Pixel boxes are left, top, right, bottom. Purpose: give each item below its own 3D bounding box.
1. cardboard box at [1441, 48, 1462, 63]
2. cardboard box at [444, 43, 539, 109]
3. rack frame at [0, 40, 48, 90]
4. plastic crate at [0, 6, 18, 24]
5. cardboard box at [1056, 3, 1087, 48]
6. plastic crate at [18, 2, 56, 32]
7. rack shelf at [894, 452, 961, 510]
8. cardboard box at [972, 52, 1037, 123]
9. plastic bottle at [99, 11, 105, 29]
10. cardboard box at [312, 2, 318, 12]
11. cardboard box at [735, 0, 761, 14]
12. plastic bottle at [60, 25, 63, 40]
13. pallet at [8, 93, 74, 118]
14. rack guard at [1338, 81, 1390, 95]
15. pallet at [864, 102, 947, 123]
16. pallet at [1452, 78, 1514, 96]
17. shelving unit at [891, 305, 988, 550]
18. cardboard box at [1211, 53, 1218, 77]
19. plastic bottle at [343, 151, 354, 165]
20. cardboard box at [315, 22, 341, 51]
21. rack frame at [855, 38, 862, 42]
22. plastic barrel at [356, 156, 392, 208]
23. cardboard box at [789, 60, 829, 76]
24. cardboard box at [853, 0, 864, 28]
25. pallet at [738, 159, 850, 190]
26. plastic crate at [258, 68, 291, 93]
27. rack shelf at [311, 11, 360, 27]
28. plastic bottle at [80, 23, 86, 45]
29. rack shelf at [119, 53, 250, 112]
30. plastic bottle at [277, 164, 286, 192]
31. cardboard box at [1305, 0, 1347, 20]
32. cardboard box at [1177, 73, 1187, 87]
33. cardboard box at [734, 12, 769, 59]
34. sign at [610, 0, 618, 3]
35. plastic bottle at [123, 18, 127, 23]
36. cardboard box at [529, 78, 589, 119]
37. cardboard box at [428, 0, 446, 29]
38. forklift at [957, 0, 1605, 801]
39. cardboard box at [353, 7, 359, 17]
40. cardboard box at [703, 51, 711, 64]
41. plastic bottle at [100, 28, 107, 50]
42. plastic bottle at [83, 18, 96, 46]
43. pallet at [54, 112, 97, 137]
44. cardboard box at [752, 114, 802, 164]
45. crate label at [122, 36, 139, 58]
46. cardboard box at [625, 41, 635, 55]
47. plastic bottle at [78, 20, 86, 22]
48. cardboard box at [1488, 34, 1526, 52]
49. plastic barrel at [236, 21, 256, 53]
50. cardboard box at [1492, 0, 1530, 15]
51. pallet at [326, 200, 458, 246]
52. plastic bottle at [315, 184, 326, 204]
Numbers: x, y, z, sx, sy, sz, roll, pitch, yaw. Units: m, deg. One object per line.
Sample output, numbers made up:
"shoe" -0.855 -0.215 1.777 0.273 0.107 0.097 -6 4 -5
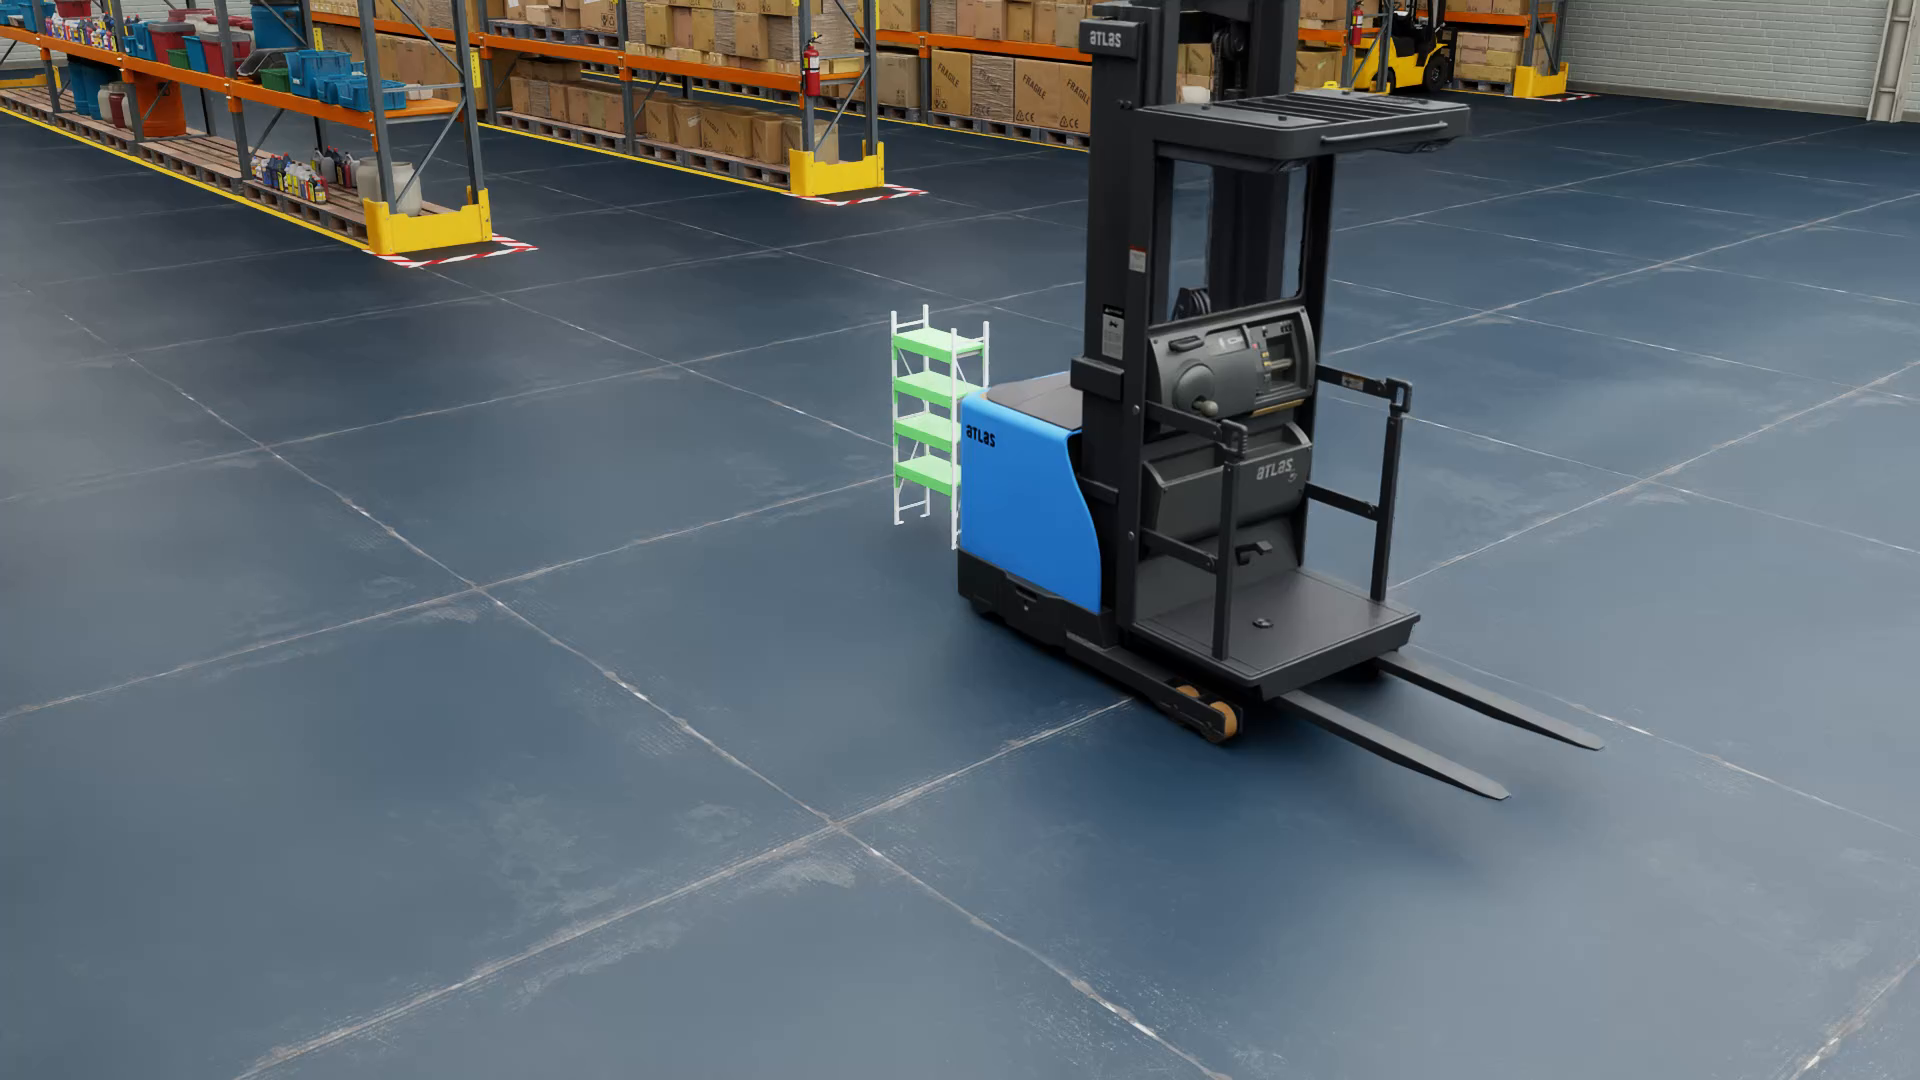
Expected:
"cardboard box" 8.661 -8.509 29.105 0.500 0.250 0.500 -18 28 -39
"cardboard box" -7.035 -7.093 25.317 1.225 0.875 0.875 -19 28 -40
"rack frame" -15.574 -8.722 27.140 1.000 3.000 0.127 -17 27 -37
"plastic crate" -14.803 -8.162 25.856 0.416 0.233 0.300 -17 27 -37
"cardboard box" 1.794 -6.942 22.389 0.875 0.550 0.550 -17 27 -37
"plastic crate" -13.526 -7.685 24.432 0.392 0.384 0.575 -17 27 -37
"rack shelf" -0.108 -0.321 8.993 0.258 0.148 0.480 -17 27 -37
"cardboard box" 0.783 -6.506 23.820 0.875 0.875 0.875 -17 27 -37
"plastic bottle" -12.224 -7.384 23.790 0.144 0.351 0.185 -17 27 -37
"cardboard box" -10.999 -9.253 28.839 0.380 0.149 0.250 -18 28 -38
"cardboard box" -2.255 -6.361 19.196 0.500 0.500 0.500 -17 27 -37
"plastic bottle" -12.592 -7.139 23.371 0.097 0.201 0.097 0 21 0
"pallet" -14.273 -6.850 26.183 1.003 0.211 1.213 -17 27 -37
"rack guard" 6.080 -6.697 25.396 1.175 0.500 0.348 -17 27 -37
"pallet" -0.726 -6.635 25.636 1.003 0.211 1.213 -17 27 -37
"pallet" 9.357 -7.925 28.929 1.003 0.211 1.213 -17 27 -37
"shelving unit" -0.108 -0.604 8.882 0.258 1.200 0.503 -17 27 -37
"cardboard box" 4.395 -7.693 26.679 0.500 0.500 0.500 -16 26 -35
"plastic bottle" -6.766 -4.126 18.435 0.144 0.351 0.185 -18 27 -38
"cardboard box" -10.750 -8.698 29.416 0.875 0.875 0.875 -17 27 -37
"rack frame" -1.703 -11.155 33.352 1.000 3.000 0.127 -17 27 -37
"plastic barrel" -5.945 -3.641 17.002 0.421 0.512 0.421 0 21 0
"cardboard box" -1.720 -5.393 18.985 0.380 0.149 0.250 -17 27 -37
"cardboard box" -1.368 -8.145 25.529 0.500 0.500 0.500 -17 27 -37
"pallet" -1.931 -4.436 20.020 1.003 0.211 1.213 -17 27 -37
"plastic crate" -7.069 -4.866 17.584 0.450 0.188 0.662 -17 27 -37
"rack shelf" -10.516 -9.014 28.870 1.077 0.370 4.000 -17 27 -37
"plastic bottle" -11.893 -6.871 22.575 0.061 0.283 0.133 -17 27 -37
"rack shelf" -9.047 -5.624 20.217 1.077 0.370 4.000 -17 27 -37
"plastic bottle" -7.329 -3.917 17.993 0.061 0.283 0.133 -16 26 -35
"cardboard box" 5.567 -8.109 25.030 0.500 0.500 0.500 -18 28 -38
"cardboard box" 3.699 -7.633 27.553 0.500 0.250 0.500 -19 28 -40
"cardboard box" -2.133 -5.934 19.476 0.875 0.500 0.500 -17 27 -37
"sign" -4.407 -6.992 21.134 0.100 0.325 0.005 -17 27 -37
"plastic bottle" -11.806 -7.250 23.551 0.152 0.276 0.135 -17 27 -37
"cardboard box" -5.776 -6.401 24.038 0.500 0.500 0.700 20 29 41
"cardboard box" -7.772 -8.097 25.406 0.500 0.500 0.500 -19 28 -39
"forklift" 1.285 -0.734 6.838 1.130 2.935 3.031 -16 26 -35
"cardboard box" -9.827 -8.756 27.572 0.380 0.149 0.250 -17 27 -36
"cardboard box" -2.890 -5.868 20.198 0.380 0.149 0.250 -17 27 -37
"plastic bottle" -11.279 -6.616 21.939 0.097 0.271 0.097 0 21 0
"plastic bottle" -11.758 -6.869 22.475 0.144 0.351 0.185 -17 27 -37
"pallet" -12.491 -6.095 24.257 1.003 0.211 1.213 -17 27 -37
"cardboard box" -2.189 -4.846 20.094 0.500 0.500 0.500 -10 23 -24
"crate label" -10.361 -6.228 21.002 0.303 0.233 0.416 -17 27 -37
"cardboard box" -4.076 -6.338 21.397 0.380 0.149 0.250 -17 27 -37
"plastic bottle" -12.230 -7.121 23.222 0.152 0.276 0.135 -17 27 -37
"cardboard box" 9.351 -8.456 28.284 0.500 0.250 0.500 -16 27 -36
"plastic barrel" -8.200 -5.786 19.458 0.433 0.535 0.433 0 21 0
"cardboard box" 9.367 -9.142 28.076 0.500 0.500 0.500 -18 28 -39
"pallet" -5.742 -3.239 16.963 1.003 0.211 1.213 -17 27 -37
"plastic bottle" -6.661 -3.606 17.312 0.097 0.201 0.097 0 21 0
